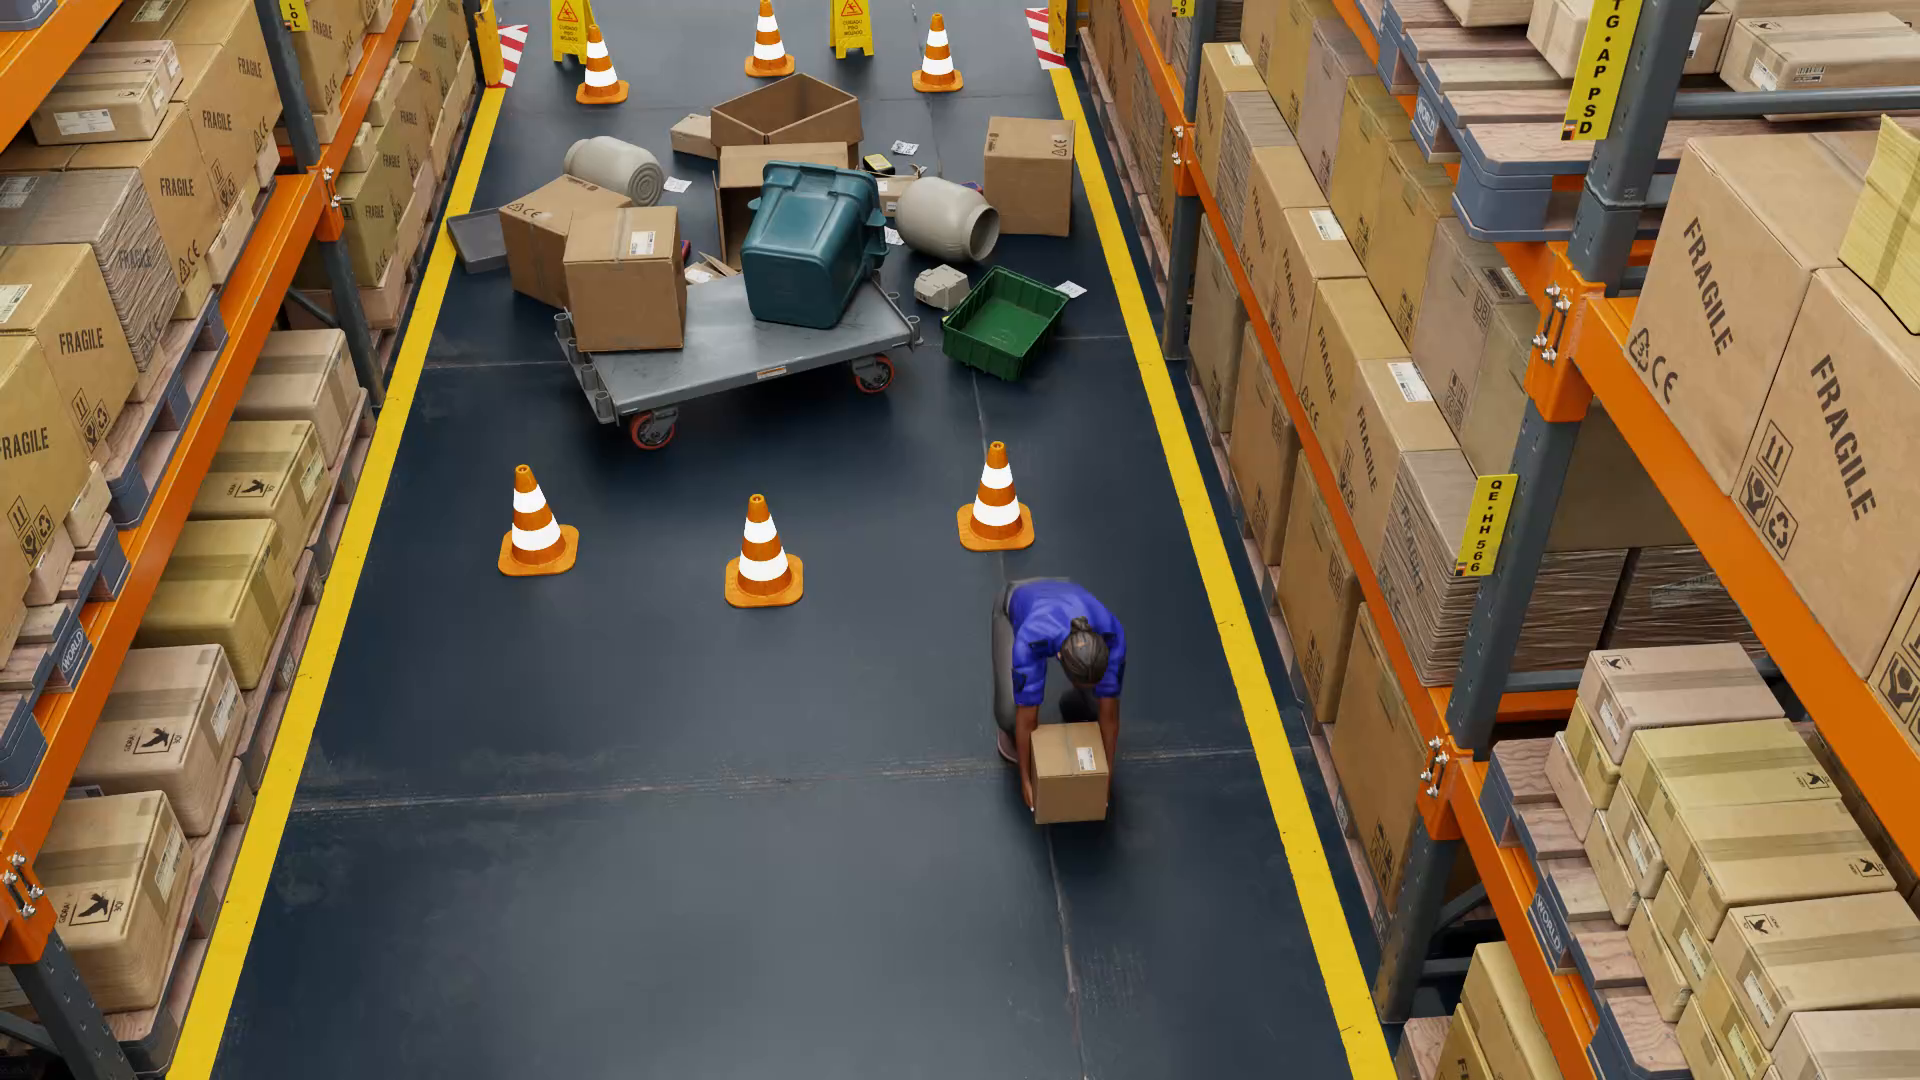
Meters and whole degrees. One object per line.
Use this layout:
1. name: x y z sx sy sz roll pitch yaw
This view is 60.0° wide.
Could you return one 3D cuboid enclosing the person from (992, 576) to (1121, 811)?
1. person: 0.357 0.511 6.113 0.465 0.936 0.865 -4 40 -5
